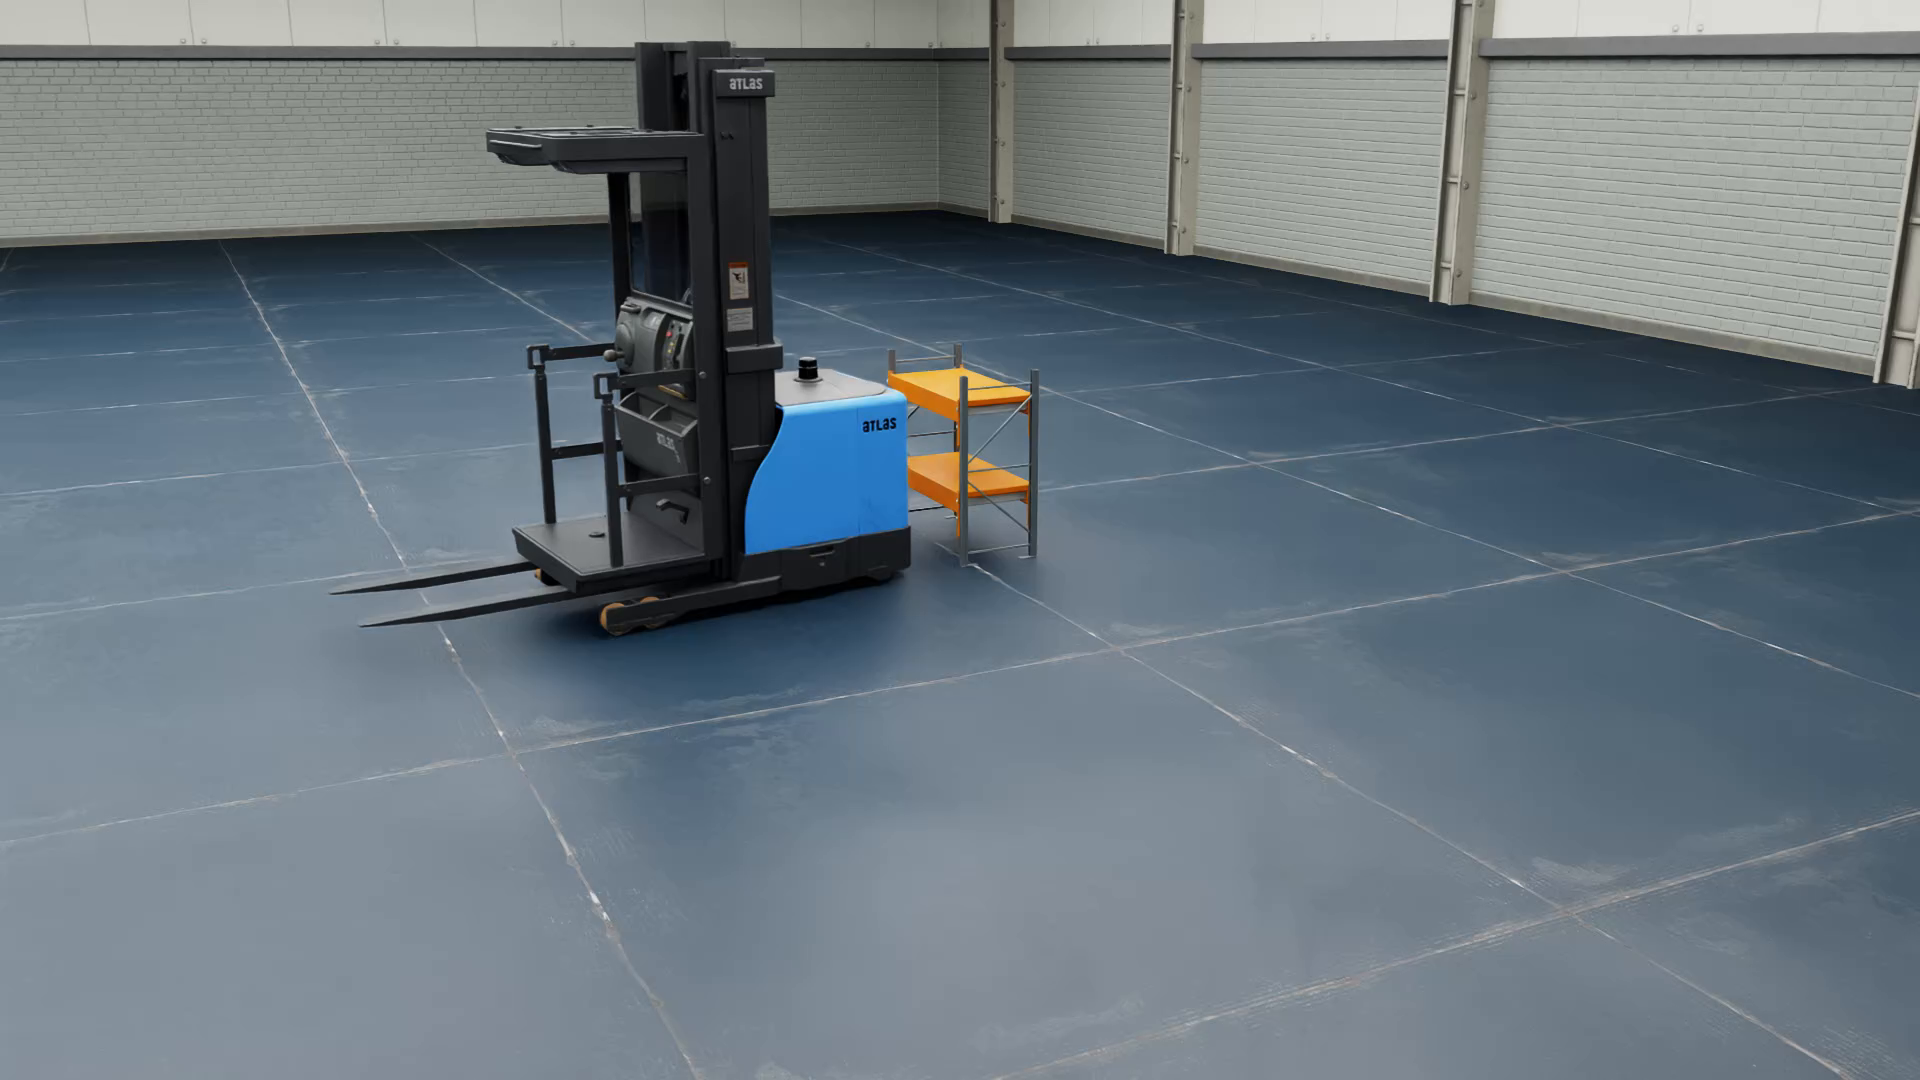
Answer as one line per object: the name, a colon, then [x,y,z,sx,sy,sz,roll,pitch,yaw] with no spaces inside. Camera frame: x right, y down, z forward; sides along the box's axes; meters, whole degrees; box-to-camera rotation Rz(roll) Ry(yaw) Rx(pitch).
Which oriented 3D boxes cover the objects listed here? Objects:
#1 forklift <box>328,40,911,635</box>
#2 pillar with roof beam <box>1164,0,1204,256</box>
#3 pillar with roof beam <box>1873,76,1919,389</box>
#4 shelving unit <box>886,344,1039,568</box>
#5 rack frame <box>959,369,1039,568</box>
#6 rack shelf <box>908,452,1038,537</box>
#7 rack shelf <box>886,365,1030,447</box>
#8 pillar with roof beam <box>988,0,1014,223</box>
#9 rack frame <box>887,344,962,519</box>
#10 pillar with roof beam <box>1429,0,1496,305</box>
forklift: [-1.795,-1.084,8.714,3.031,2.935,1.130,-10,19,-31]
pillar with roof beam: [-0.493,-8.207,22.536,9.100,9.000,0.400,-8,18,-25]
pillar with roof beam: [4.764,-5.232,12.167,9.100,9.000,0.400,-8,18,-25]
shelving unit: [0.003,-0.539,10.090,0.538,1.125,1.048,-8,18,-25]
rack frame: [0.226,-0.413,9.650,0.500,1.125,0.032,-8,18,-25]
rack shelf: [0.003,-0.304,10.157,0.538,0.278,1.000,-8,18,-25]
rack shelf: [0.003,-0.820,10.009,0.538,0.278,1.000,-8,18,-25]
pillar with roof beam: [-3.121,-9.695,27.720,9.100,9.000,0.400,-8,18,-25]
rack frame: [-0.220,-0.665,10.529,0.500,1.125,0.032,-8,18,-25]
pillar with roof beam: [2.136,-6.719,17.352,9.100,9.000,0.400,-8,18,-25]
